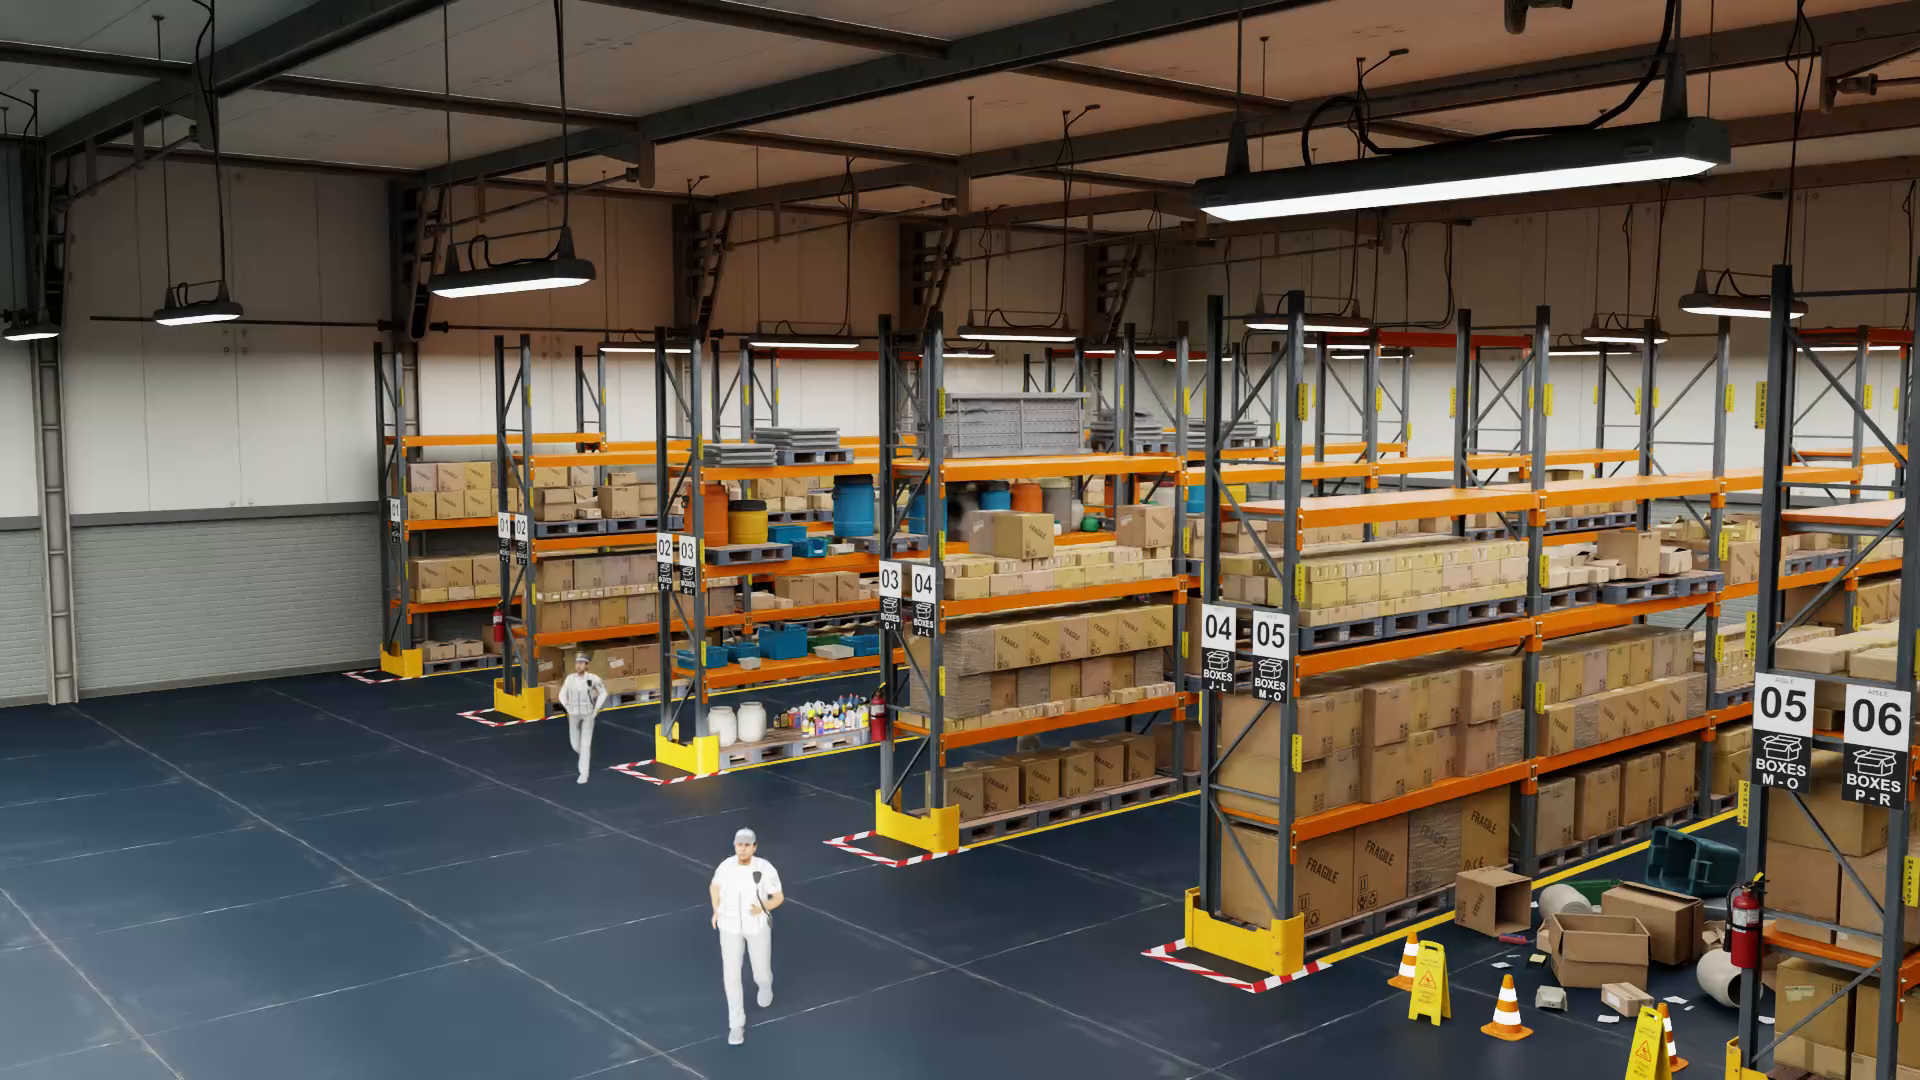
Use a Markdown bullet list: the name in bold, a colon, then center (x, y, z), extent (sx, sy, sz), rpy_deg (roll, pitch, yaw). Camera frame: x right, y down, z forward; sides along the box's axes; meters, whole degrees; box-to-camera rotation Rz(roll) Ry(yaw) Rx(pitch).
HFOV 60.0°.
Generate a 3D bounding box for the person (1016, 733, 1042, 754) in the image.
- **person**: center (0.887, 2.226, 22.621), extent (0.673, 1.740, 0.942), rpy_deg (4, 6, 36)

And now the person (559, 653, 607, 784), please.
- **person**: center (-5.018, 2.332, 22.089), extent (0.626, 1.702, 0.712), rpy_deg (0, 5, 3)

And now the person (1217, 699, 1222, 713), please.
- **person**: center (3.892, 1.969, 25.633), extent (0.653, 1.737, 0.712), rpy_deg (-5, 7, -42)

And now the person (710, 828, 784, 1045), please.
- **person**: center (-1.728, 3.130, 13.390), extent (0.621, 1.635, 0.823), rpy_deg (0, 5, 1)
